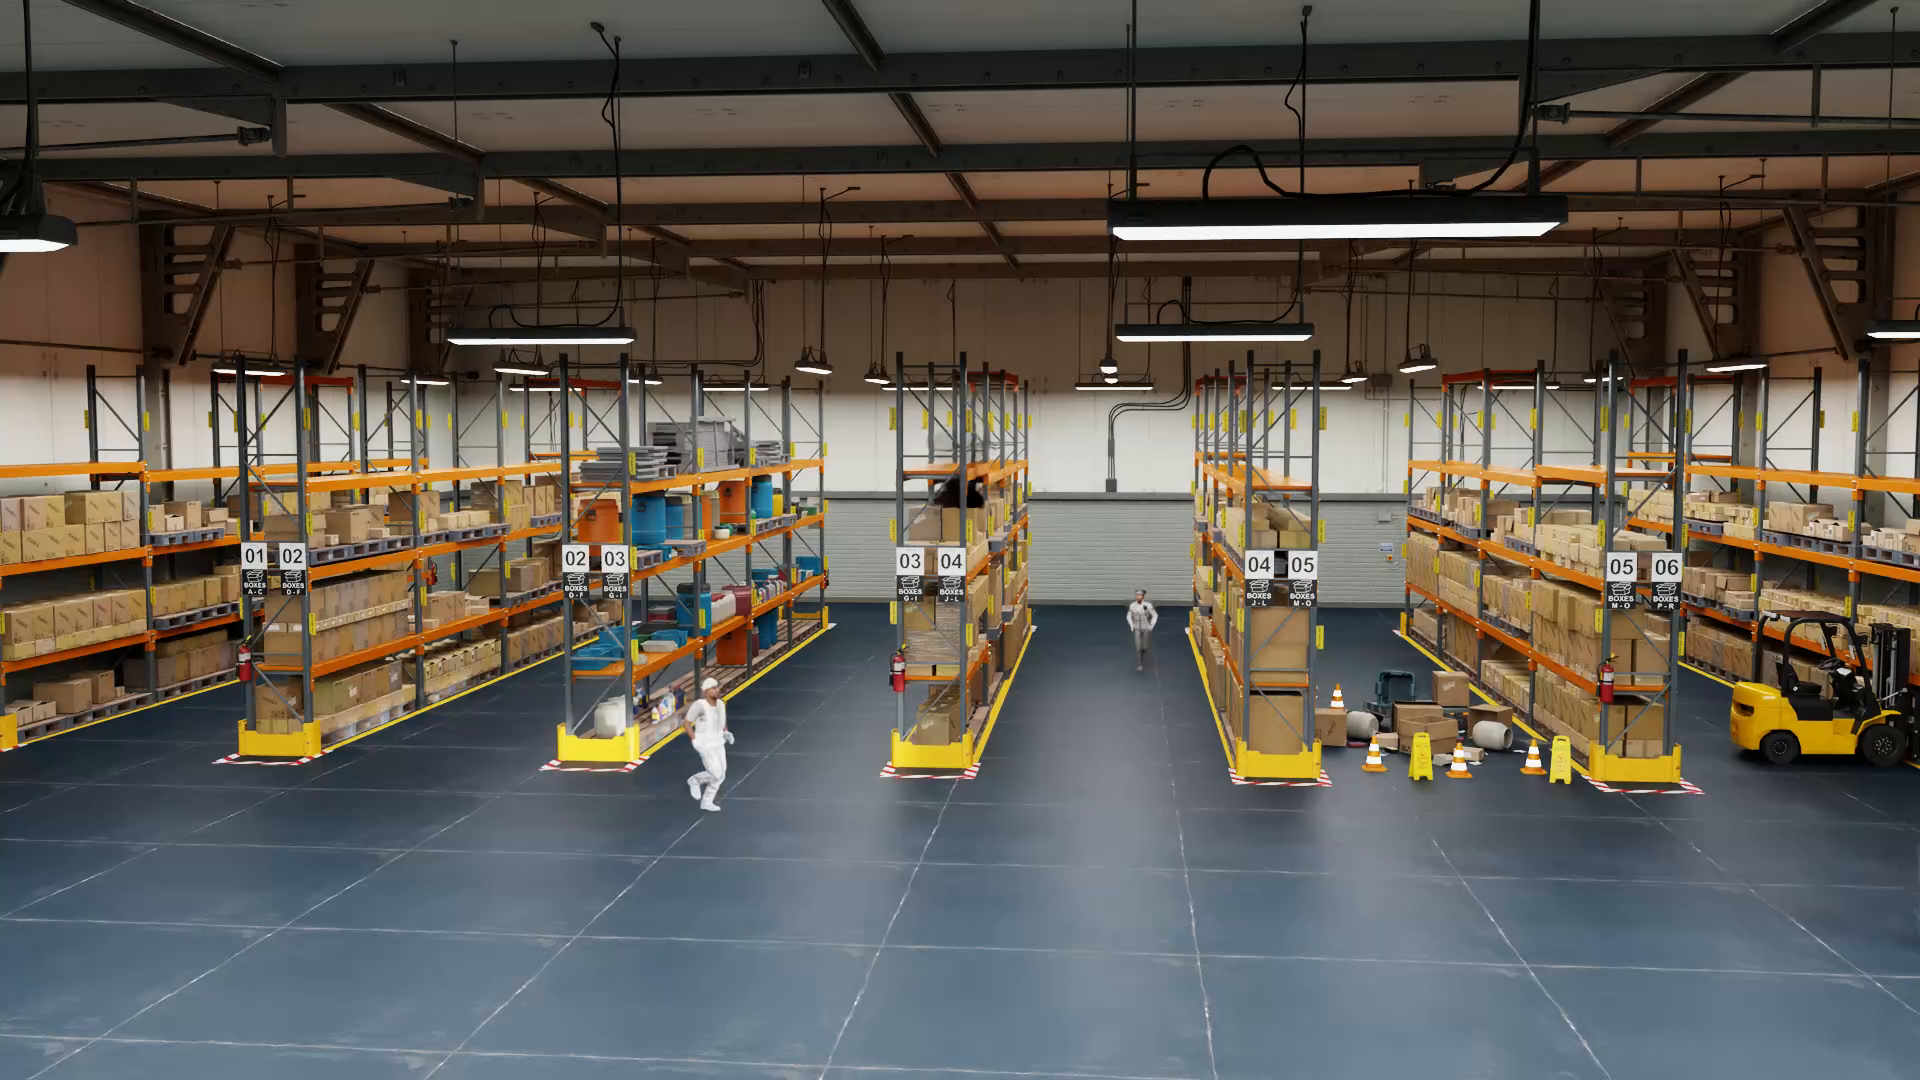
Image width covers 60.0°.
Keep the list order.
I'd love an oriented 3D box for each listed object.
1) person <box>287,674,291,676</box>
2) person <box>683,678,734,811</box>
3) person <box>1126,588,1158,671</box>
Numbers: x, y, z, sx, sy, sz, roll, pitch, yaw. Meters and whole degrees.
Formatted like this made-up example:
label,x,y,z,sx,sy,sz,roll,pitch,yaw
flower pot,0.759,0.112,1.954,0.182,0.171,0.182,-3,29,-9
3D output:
label,x,y,z,sx,sy,sz,roll,pitch,yaw
person,-11.875,1.975,29.825,0.645,1.808,0.848,0,4,-4
person,-3.217,2.632,21.422,0.599,1.715,0.650,3,5,34
person,3.665,1.798,33.546,0.626,1.665,0.614,1,4,14
